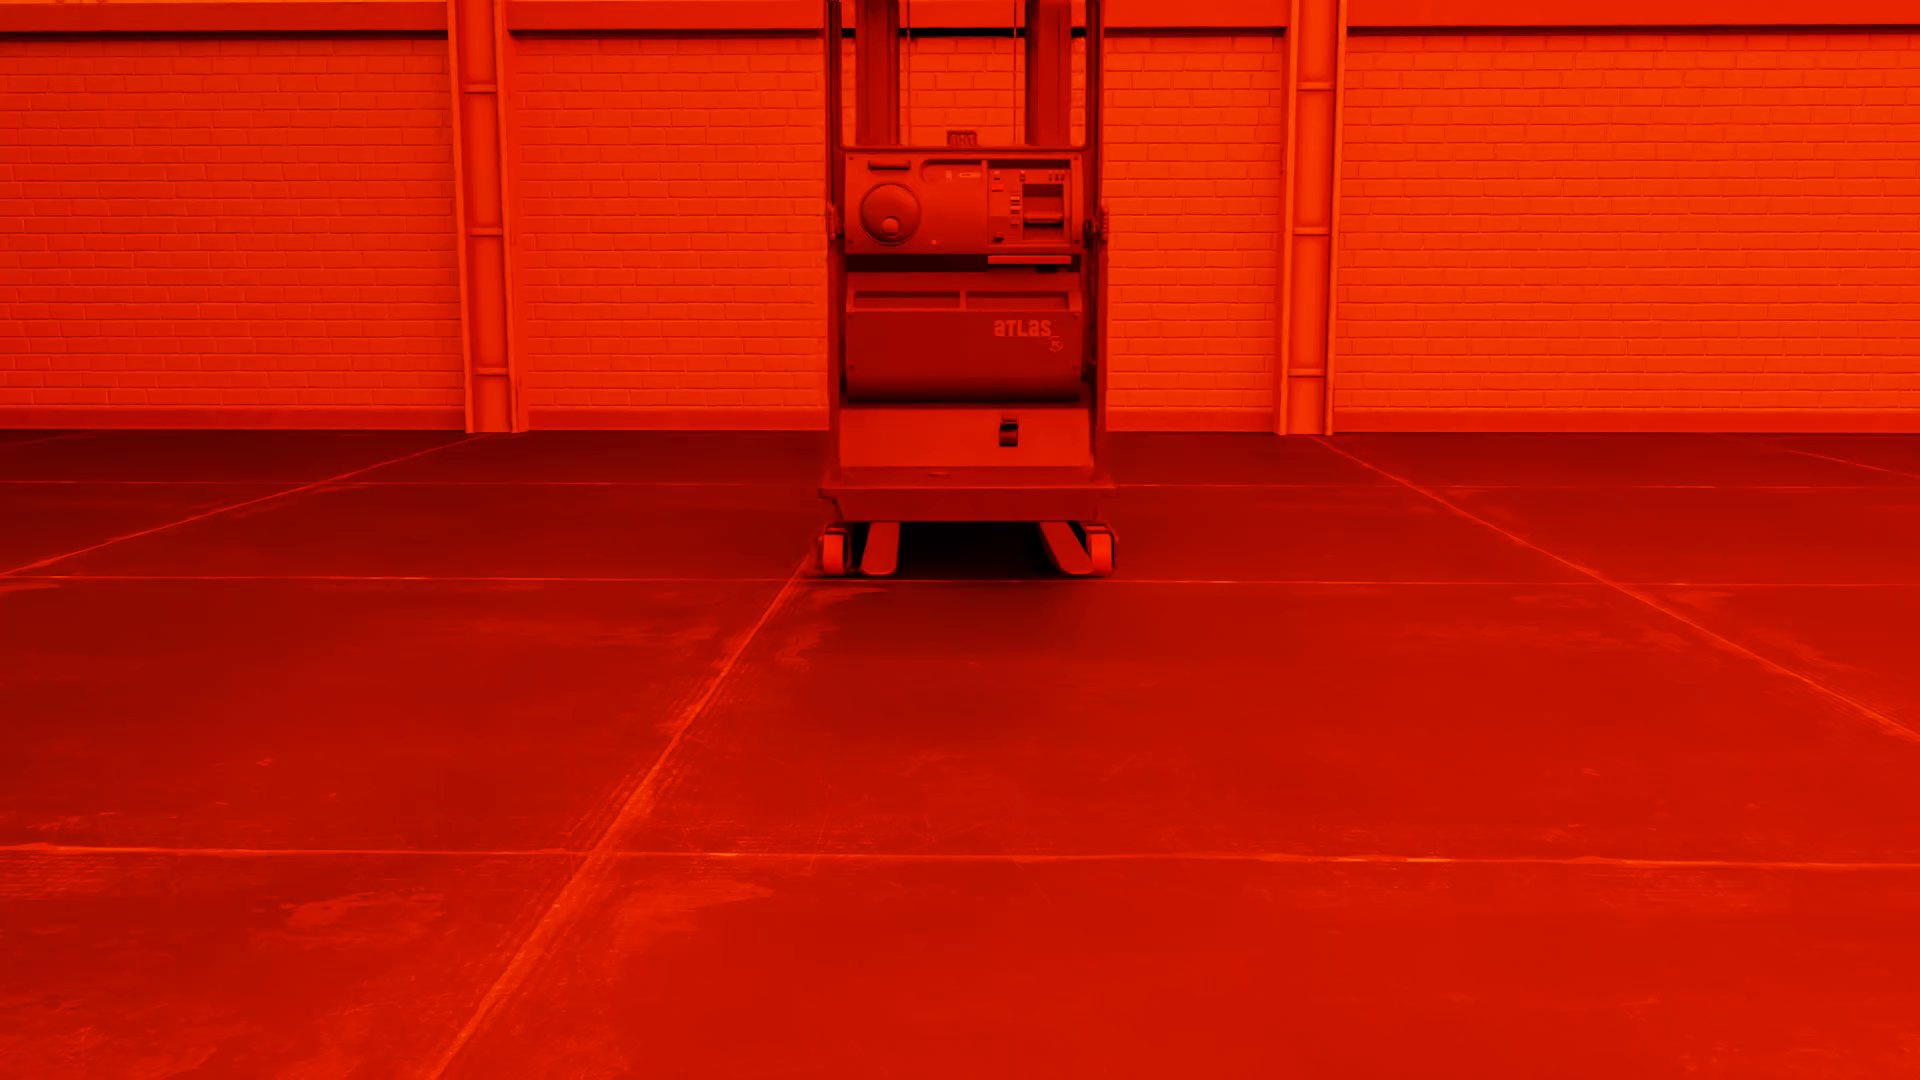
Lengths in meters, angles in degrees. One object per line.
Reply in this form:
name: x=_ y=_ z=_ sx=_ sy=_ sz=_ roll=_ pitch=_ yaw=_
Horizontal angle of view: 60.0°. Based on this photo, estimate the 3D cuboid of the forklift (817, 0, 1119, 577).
forklift: x=0.022 y=-1.357 z=6.301 sx=1.130 sy=2.935 sz=3.031 roll=0 pitch=9 yaw=-1
